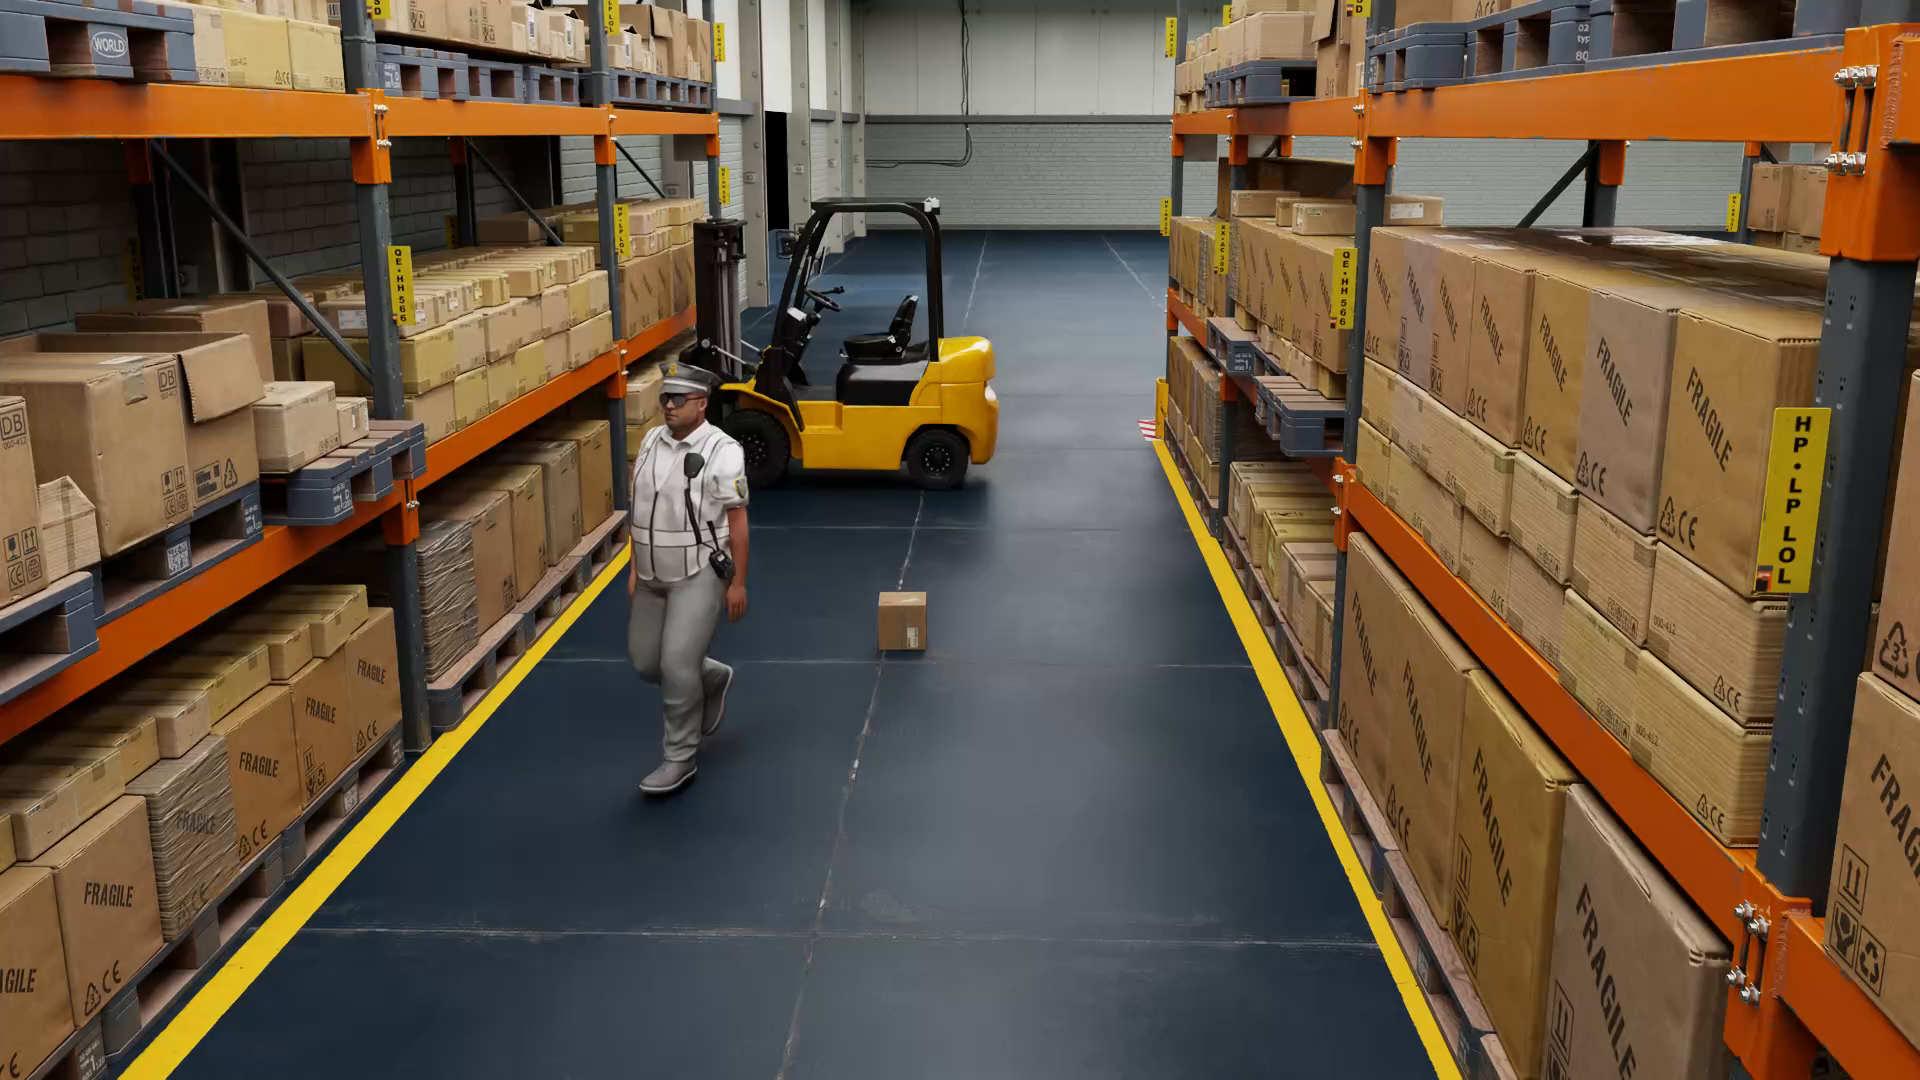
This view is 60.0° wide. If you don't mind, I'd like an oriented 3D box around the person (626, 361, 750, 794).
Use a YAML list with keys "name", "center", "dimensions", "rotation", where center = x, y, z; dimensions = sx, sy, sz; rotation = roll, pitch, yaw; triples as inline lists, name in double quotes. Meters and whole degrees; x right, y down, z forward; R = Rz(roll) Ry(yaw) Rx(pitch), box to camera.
- name: "person"
  center: [-1.134, 0.115, 6.907]
  dimensions: [0.545, 1.740, 0.771]
  rotation: [8, 16, 31]
